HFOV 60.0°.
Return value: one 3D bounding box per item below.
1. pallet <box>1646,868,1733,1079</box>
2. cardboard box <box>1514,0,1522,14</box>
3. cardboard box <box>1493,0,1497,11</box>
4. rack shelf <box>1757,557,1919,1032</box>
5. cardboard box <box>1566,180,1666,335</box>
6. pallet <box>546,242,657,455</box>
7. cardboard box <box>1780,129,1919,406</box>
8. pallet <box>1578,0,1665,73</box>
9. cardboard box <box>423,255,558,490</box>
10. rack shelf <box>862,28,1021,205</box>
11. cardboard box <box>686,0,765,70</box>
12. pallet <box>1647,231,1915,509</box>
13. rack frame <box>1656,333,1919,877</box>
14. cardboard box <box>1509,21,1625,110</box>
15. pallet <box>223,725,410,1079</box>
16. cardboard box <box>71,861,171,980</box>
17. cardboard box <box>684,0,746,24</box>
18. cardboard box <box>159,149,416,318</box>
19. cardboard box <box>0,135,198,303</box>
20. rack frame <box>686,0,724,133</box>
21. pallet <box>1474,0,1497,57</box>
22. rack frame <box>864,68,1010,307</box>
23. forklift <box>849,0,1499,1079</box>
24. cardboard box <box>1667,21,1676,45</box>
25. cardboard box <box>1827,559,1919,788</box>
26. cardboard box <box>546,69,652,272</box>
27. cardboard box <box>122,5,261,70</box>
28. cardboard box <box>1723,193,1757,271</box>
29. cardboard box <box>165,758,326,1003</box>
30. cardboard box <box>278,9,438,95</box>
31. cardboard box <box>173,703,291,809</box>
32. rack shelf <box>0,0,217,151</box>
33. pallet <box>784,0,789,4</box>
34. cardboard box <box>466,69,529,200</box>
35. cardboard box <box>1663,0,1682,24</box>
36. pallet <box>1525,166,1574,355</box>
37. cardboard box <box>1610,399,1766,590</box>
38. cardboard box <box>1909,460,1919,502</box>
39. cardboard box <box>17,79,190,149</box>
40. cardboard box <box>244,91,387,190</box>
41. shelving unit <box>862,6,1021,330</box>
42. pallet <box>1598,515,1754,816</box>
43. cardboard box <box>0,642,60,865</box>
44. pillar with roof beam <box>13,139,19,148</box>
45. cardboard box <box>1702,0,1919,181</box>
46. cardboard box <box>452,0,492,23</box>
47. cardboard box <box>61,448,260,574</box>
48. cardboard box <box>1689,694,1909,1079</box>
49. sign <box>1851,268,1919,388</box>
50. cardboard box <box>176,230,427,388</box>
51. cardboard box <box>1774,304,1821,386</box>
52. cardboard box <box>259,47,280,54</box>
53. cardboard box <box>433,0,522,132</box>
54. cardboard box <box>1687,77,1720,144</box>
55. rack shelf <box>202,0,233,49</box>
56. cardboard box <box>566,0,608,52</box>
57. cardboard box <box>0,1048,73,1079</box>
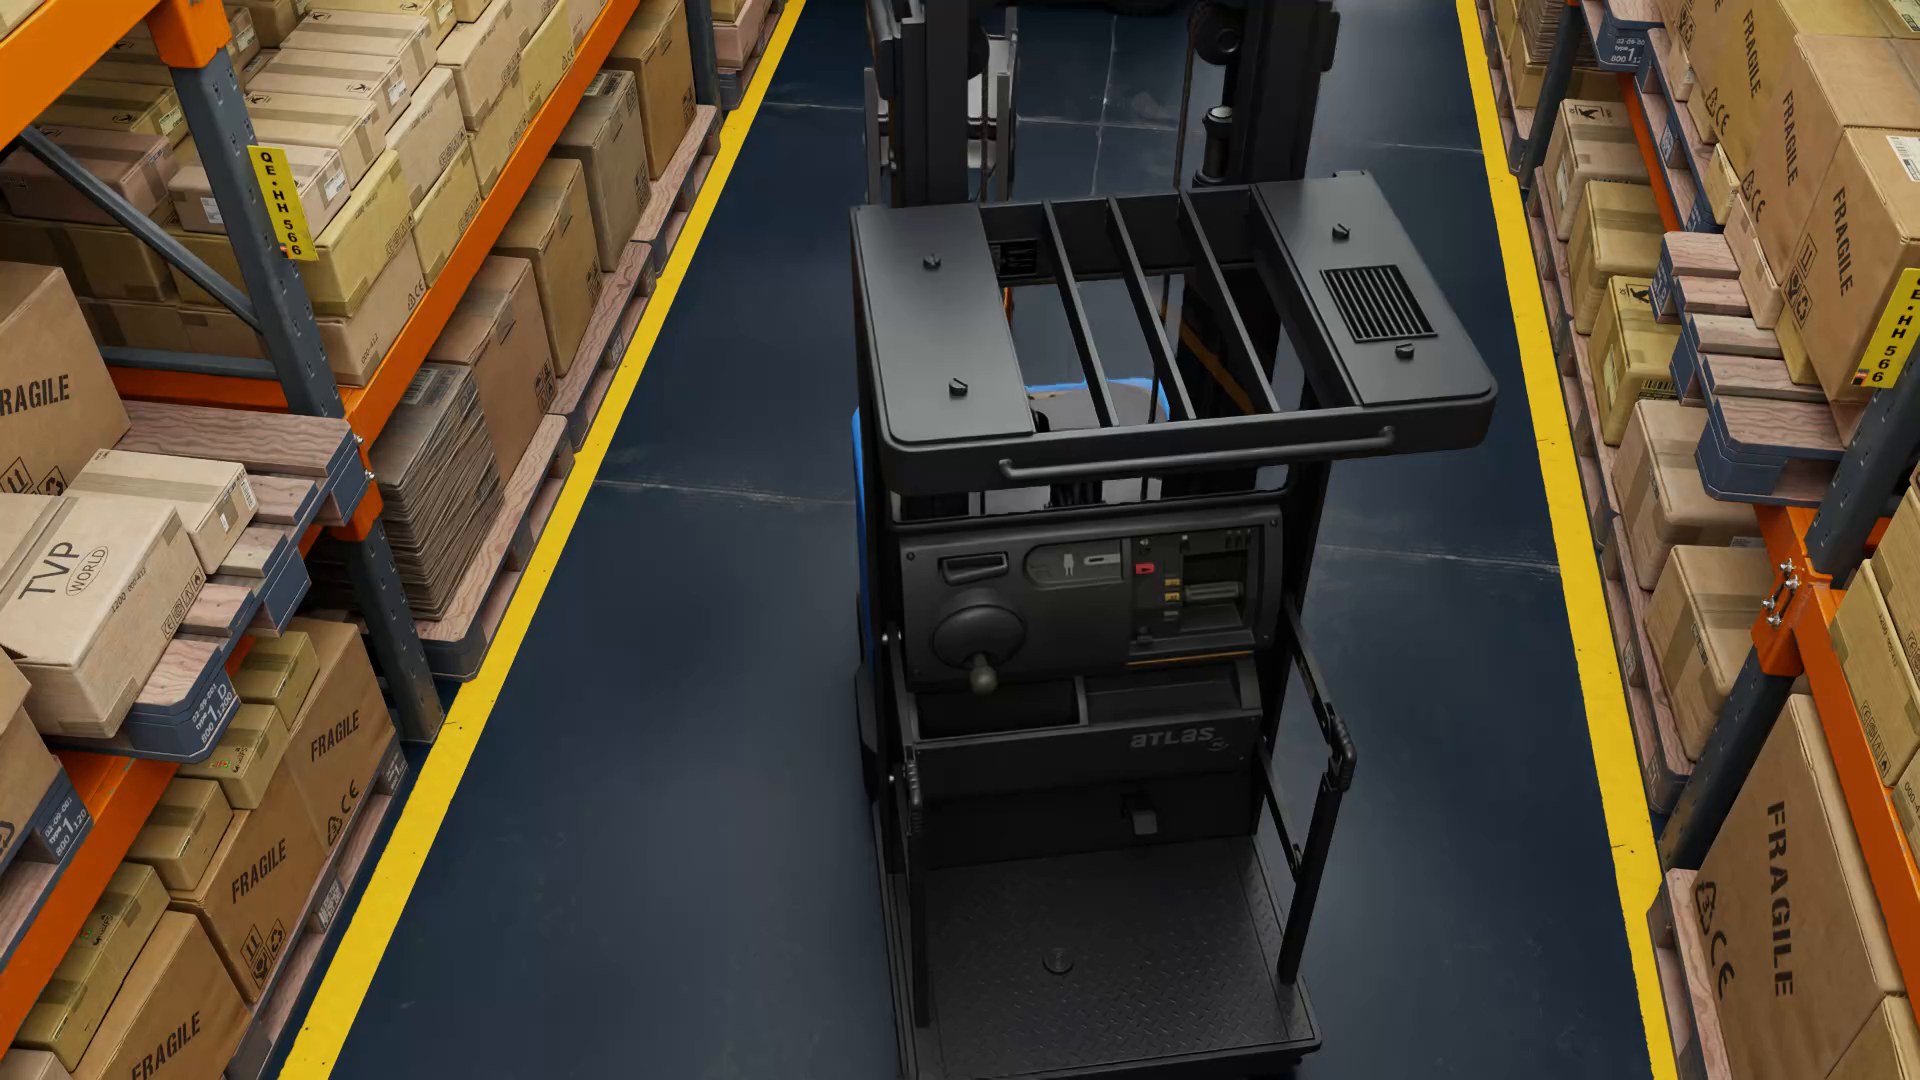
[{"bbox_3d":[2.502,1.499,4.513,1.003,0.211,1.213,5,44,6],"label":"pallet"},{"bbox_3d":[3.088,-2.971,8.355,0.500,0.500,0.500,6,44,6],"label":"cardboard box"},{"bbox_3d":[3.154,-3.061,8.996,0.500,0.250,0.500,6,44,6],"label":"cardboard box"},{"bbox_3d":[2.417,1.580,2.923,1.077,0.370,4.000,5,44,6],"label":"rack shelf"},{"bbox_3d":[3.052,-1.120,6.857,0.950,0.372,0.625,8,44,8],"label":"cardboard box"},{"bbox_3d":[-1.928,-0.867,7.012,1.003,0.211,1.213,5,44,6],"label":"pallet"},{"bbox_3d":[2.466,-0.676,4.188,0.500,0.500,0.500,4,44,4],"label":"cardboard box"},{"bbox_3d":[2.965,-2.193,6.524,1.003,0.211,1.213,5,44,6],"label":"pallet"},{"bbox_3d":[-2.065,-0.653,6.179,0.875,0.625,0.625,7,44,7],"label":"cardboard box"},{"bbox_3d":[-0.047,-1.186,4.977,0.431,0.518,0.480,3,44,3],"label":"rack shelf"},{"bbox_3d":[-1.318,-2.672,8.585,0.500,0.250,0.500,6,44,6],"label":"cardboard box"},{"bbox_3d":[2.670,-0.470,4.704,1.213,0.211,1.003,5,44,6],"label":"pallet"},{"bbox_3d":[2.681,-0.044,4.115,1.000,3.000,0.127,5,44,6],"label":"rack frame"},{"bbox_3d":[3.022,-2.351,8.246,0.500,0.250,0.500,7,44,7],"label":"cardboard box"},{"bbox_3d":[-2.375,1.025,5.014,1.003,0.211,1.213,5,44,6],"label":"pallet"},{"bbox_3d":[-2.217,0.927,4.130,0.380,0.149,0.250,6,44,7],"label":"cardboard box"},{"bbox_3d":[-1.340,-2.856,8.415,0.500,0.250,0.500,5,44,5],"label":"cardboard box"},{"bbox_3d":[-1.914,-0.898,4.762,0.500,0.250,0.500,5,44,5],"label":"cardboard box"},{"bbox_3d":[-2.455,-0.951,4.818,0.500,0.250,0.500,6,44,6],"label":"cardboard box"},{"bbox_3d":[-1.710,-3.219,7.468,1.000,3.000,0.127,5,44,6],"label":"rack frame"},{"bbox_3d":[3.423,-3.052,9.320,1.003,0.211,1.213,5,44,6],"label":"pallet"},{"bbox_3d":[-0.064,-0.520,5.272,0.400,2.100,0.015,3,44,3],"label":"rack frame"},{"bbox_3d":[0.353,0.236,3.869,1.130,2.935,3.031,-5,44,-5],"label":"forklift"},{"bbox_3d":[2.711,-1.774,5.819,0.380,0.149,0.250,6,44,6],"label":"cardboard box"},{"bbox_3d":[2.367,0.321,3.838,0.500,0.250,0.500,5,44,5],"label":"cardboard box"},{"bbox_3d":[-1.878,-1.624,7.205,0.875,0.625,0.625,5,44,5],"label":"cardboard box"},{"bbox_3d":[-2.415,-1.538,5.148,0.380,0.149,0.250,4,44,5],"label":"cardboard box"},{"bbox_3d":[2.485,-0.886,4.881,0.380,0.149,0.250,3,44,4],"label":"cardboard box"},{"bbox_3d":[-2.159,0.910,4.619,0.500,0.500,0.500,5,44,5],"label":"cardboard box"},{"bbox_3d":[-1.841,-1.494,5.101,0.380,0.149,0.250,6,44,6],"label":"cardboard box"},{"bbox_3d":[-2.059,0.576,4.501,0.380,0.149,0.250,3,44,3],"label":"cardboard box"},{"bbox_3d":[-2.504,0.043,2.365,1.077,0.370,4.000,5,44,6],"label":"rack shelf"},{"bbox_3d":[-1.405,-3.578,9.875,1.003,0.211,1.213,5,44,6],"label":"pallet"},{"bbox_3d":[-1.806,-1.412,5.669,0.500,0.250,0.500,4,44,4],"label":"cardboard box"},{"bbox_3d":[2.719,-2.096,5.688,0.500,0.500,0.500,5,44,5],"label":"cardboard box"},{"bbox_3d":[3.109,-1.227,7.392,1.003,0.211,1.213,5,44,6],"label":"pallet"},{"bbox_3d":[2.856,-0.130,5.811,0.950,0.372,0.625,4,44,5],"label":"cardboard box"},{"bbox_3d":[2.374,-0.129,3.405,0.500,0.500,0.500,4,44,4],"label":"cardboard box"},{"bbox_3d":[-2.473,-1.193,4.784,0.380,0.149,0.250,6,44,7],"label":"cardboard box"},{"bbox_3d":[-1.871,-1.137,4.724,0.380,0.149,0.250,6,44,6],"label":"cardboard box"},{"bbox_3d":[-0.047,-0.687,5.449,0.431,2.100,0.503,3,44,3],"label":"shelving unit"},{"bbox_3d":[2.786,0.436,5.636,1.003,0.211,1.213,5,44,6],"label":"pallet"},{"bbox_3d":[-2.272,0.447,3.216,0.797,0.503,0.637,4,44,5],"label":"cardboard box"},{"bbox_3d":[1.307,-3.250,3.137,9.100,9.000,0.400,5,44,6],"label":"pillar with roof beam"},{"bbox_3d":[2.589,-1.373,4.924,0.500,0.500,0.500,3,43,3],"label":"cardboard box"},{"bbox_3d":[-1.745,-1.835,5.462,0.380,0.149,0.250,6,44,6],"label":"cardboard box"},{"bbox_3d":[-1.946,-0.071,4.021,0.380,0.149,0.250,6,44,6],"label":"cardboard box"},{"bbox_3d":[2.508,1.038,4.212,0.875,0.875,0.875,5,44,5],"label":"cardboard box"},{"bbox_3d":[2.142,-0.478,3.789,0.100,0.325,0.005,5,44,6],"label":"sign"},{"bbox_3d":[-1.938,-0.718,4.936,0.500,0.250,0.500,5,44,6],"label":"cardboard box"},{"bbox_3d":[2.455,-0.539,4.515,0.380,0.149,0.250,6,44,6],"label":"cardboard box"},{"bbox_3d":[-2.320,-1.641,5.547,0.500,0.250,0.500,5,44,5],"label":"cardboard box"},{"bbox_3d":[-1.784,-1.596,5.499,0.500,0.250,0.500,4,44,4],"label":"cardboard box"},{"bbox_3d":[2.618,-1.413,5.438,0.380,0.149,0.250,4,44,4],"label":"cardboard box"},{"bbox_3d":[-1.975,-2.684,5.244,1.077,0.370,4.000,5,44,6],"label":"rack shelf"},{"bbox_3d":[-1.675,-2.118,6.414,0.500,0.250,0.500,5,44,6],"label":"cardboard box"},{"bbox_3d":[-2.257,1.288,3.749,0.380,0.149,0.250,3,44,4],"label":"cardboard box"}]
